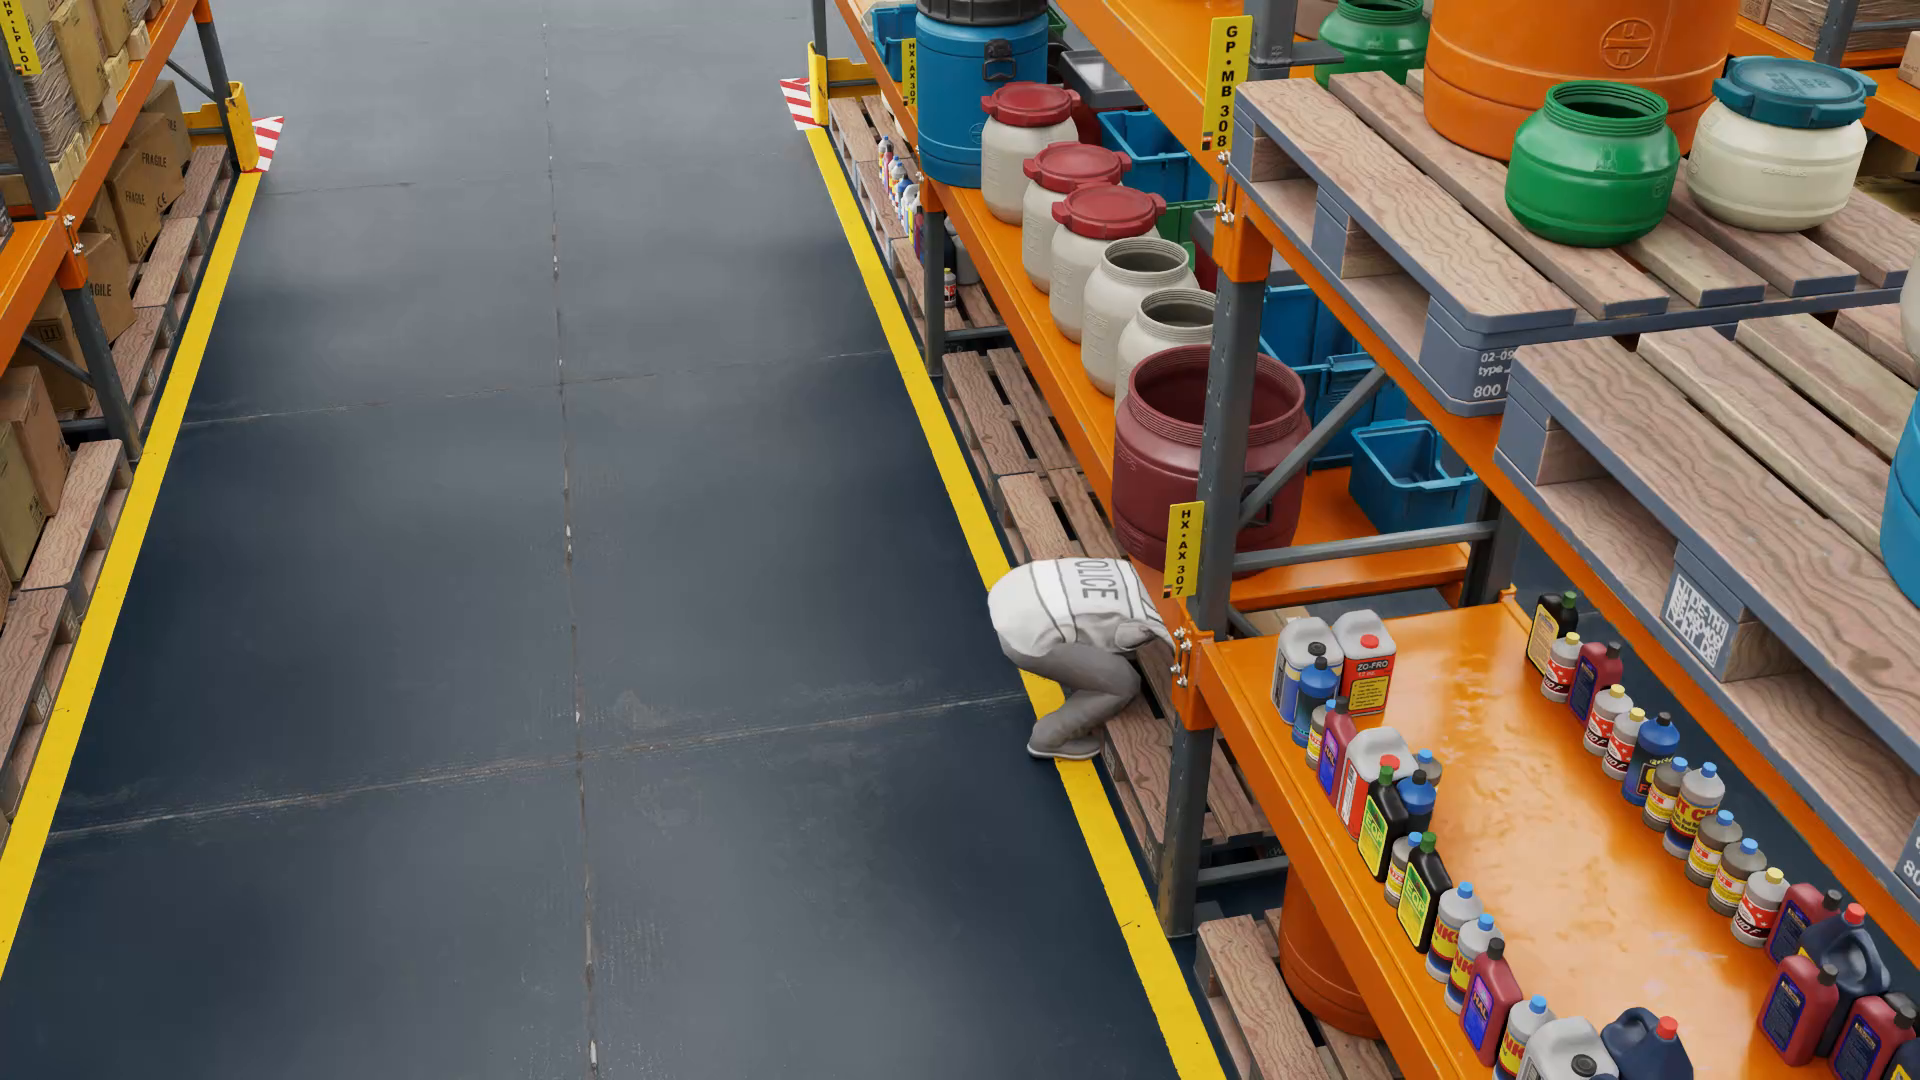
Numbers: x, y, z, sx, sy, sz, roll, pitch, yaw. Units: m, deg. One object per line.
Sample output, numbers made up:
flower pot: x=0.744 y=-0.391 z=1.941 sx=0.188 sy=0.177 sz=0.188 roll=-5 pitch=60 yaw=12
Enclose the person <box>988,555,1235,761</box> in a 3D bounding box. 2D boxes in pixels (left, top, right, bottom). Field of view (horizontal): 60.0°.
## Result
person: x=0.703 y=0.402 z=6.345 sx=1.207 sy=0.778 sz=0.466 roll=-5 pitch=35 yaw=-8
